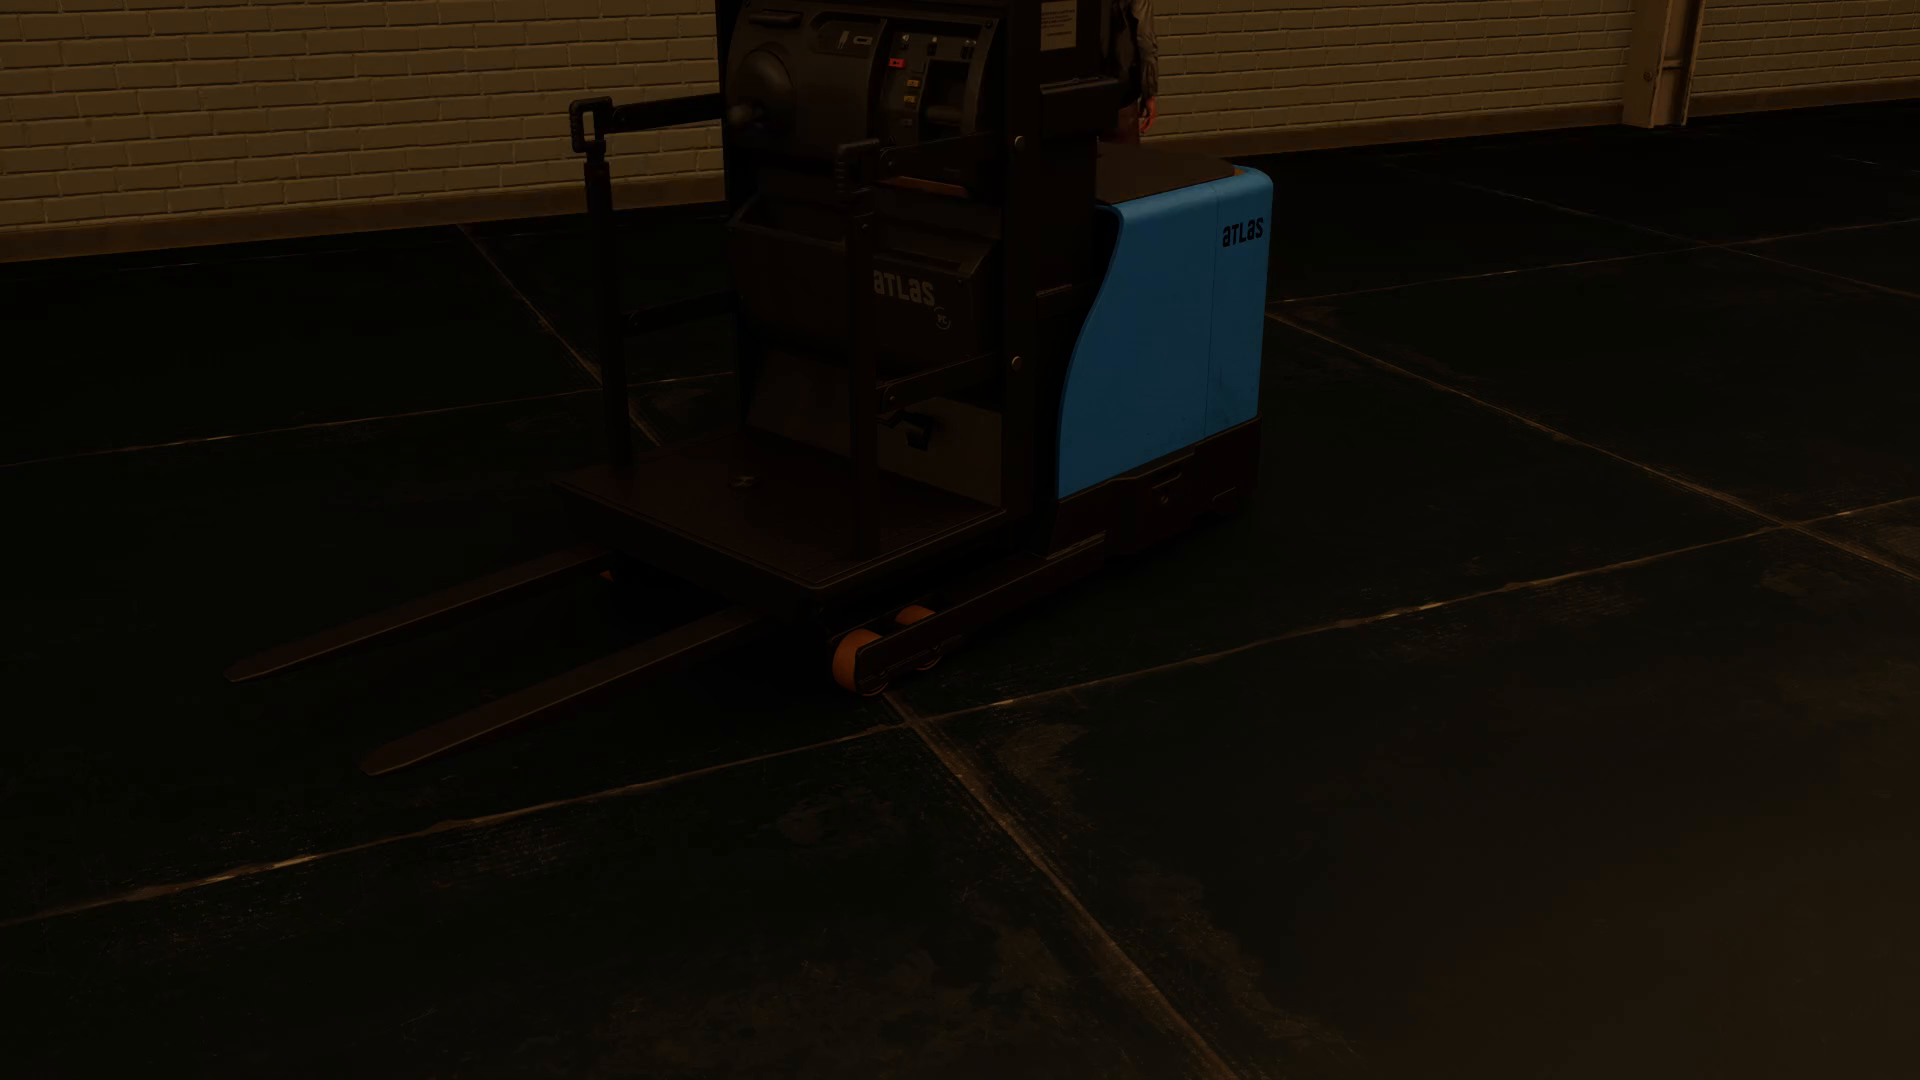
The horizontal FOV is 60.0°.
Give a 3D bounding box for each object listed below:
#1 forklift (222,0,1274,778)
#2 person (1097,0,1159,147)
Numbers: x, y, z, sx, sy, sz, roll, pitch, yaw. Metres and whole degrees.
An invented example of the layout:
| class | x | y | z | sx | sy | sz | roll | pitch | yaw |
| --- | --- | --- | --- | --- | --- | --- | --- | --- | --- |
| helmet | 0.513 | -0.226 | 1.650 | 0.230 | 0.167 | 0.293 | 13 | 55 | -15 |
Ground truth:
| class | x | y | z | sx | sy | sz | roll | pitch | yaw |
| --- | --- | --- | --- | --- | --- | --- | --- | --- | --- |
| forklift | -0.413 | -1.182 | 4.131 | 1.130 | 2.935 | 3.031 | 19 | 29 | 39 |
| person | 0.623 | -2.021 | 7.730 | 0.585 | 1.720 | 0.412 | 5 | 23 | 11 |
